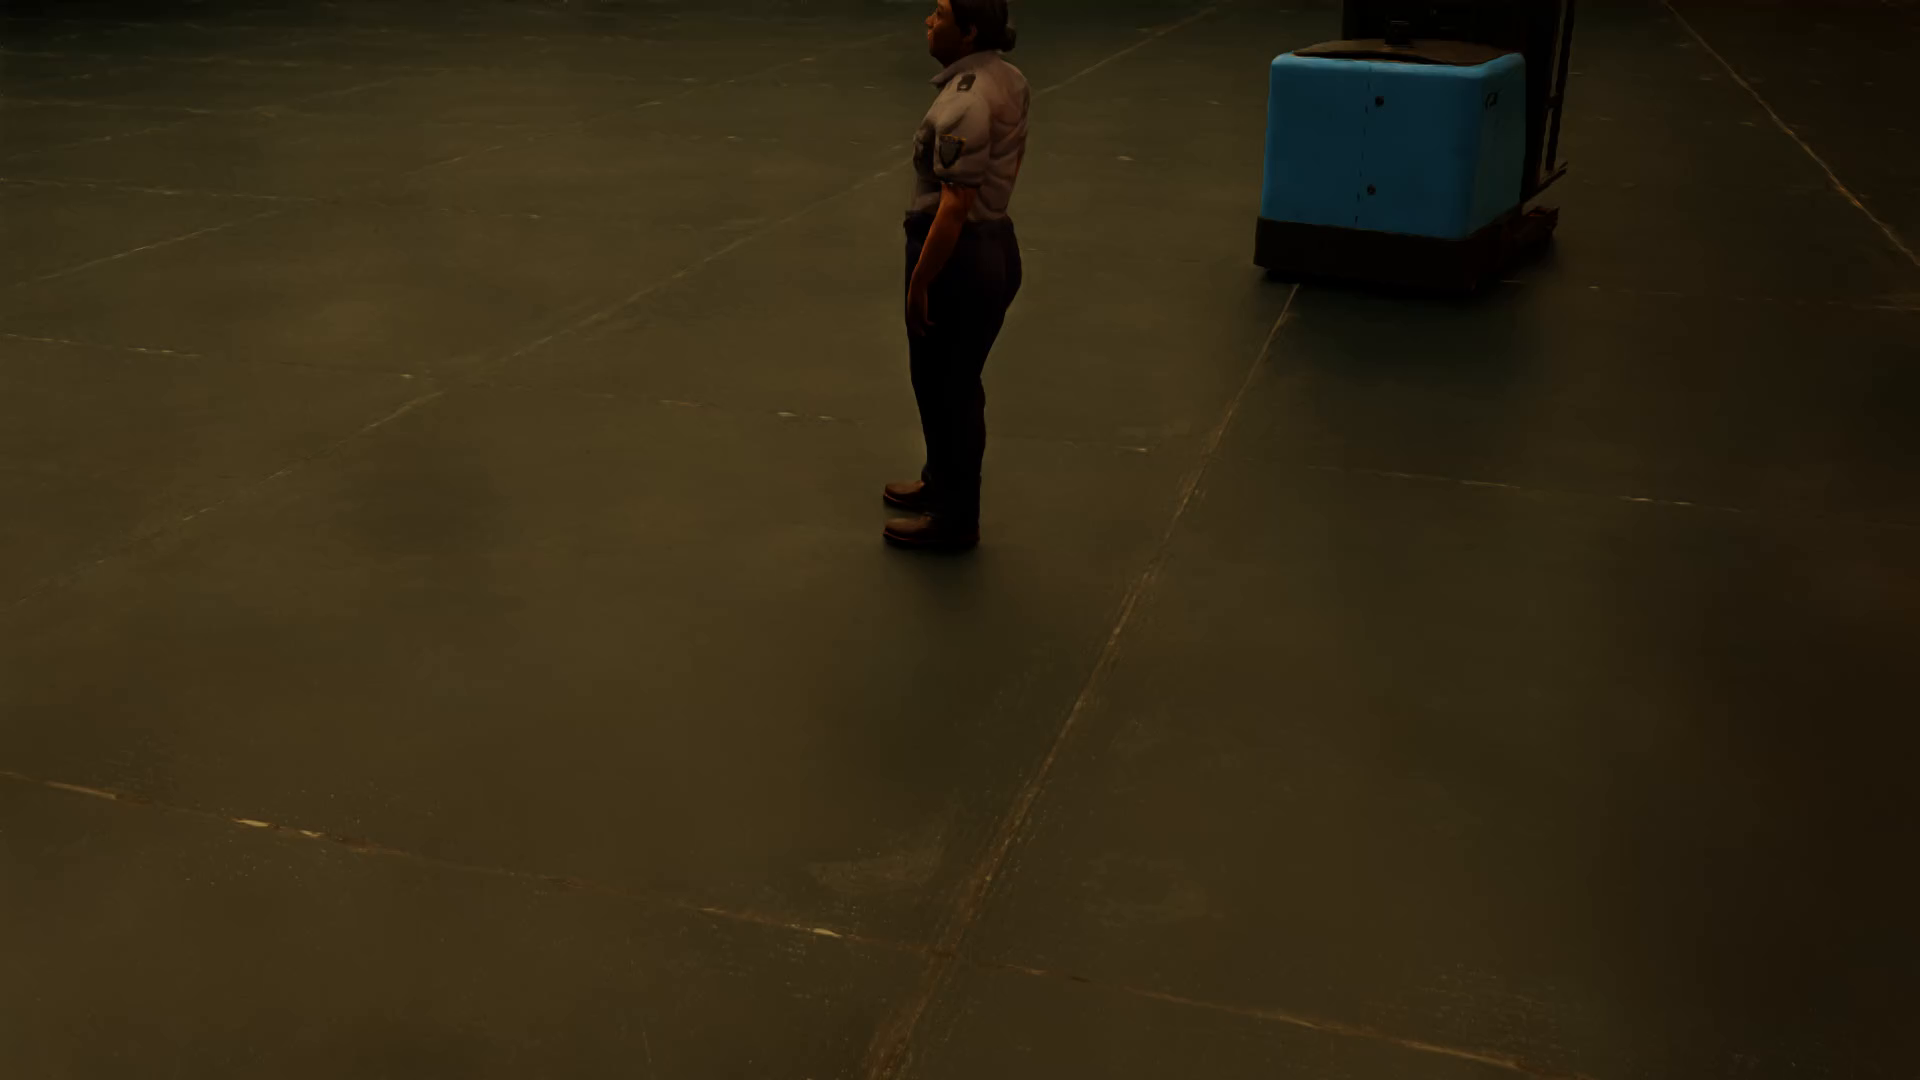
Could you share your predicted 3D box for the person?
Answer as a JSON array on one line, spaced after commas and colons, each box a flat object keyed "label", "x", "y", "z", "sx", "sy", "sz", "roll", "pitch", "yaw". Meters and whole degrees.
[{"label": "person", "x": -0.079, "y": -0.782, "z": 4.850, "sx": 0.502, "sy": 1.640, "sz": 0.599, "roll": 7, "pitch": 23, "yaw": 16}]

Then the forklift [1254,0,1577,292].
[{"label": "forklift", "x": 2.645, "y": -3.040, "z": 8.643, "sx": 1.130, "sy": 2.935, "sz": 3.031, "roll": 13, "pitch": 26, "yaw": 28}]
